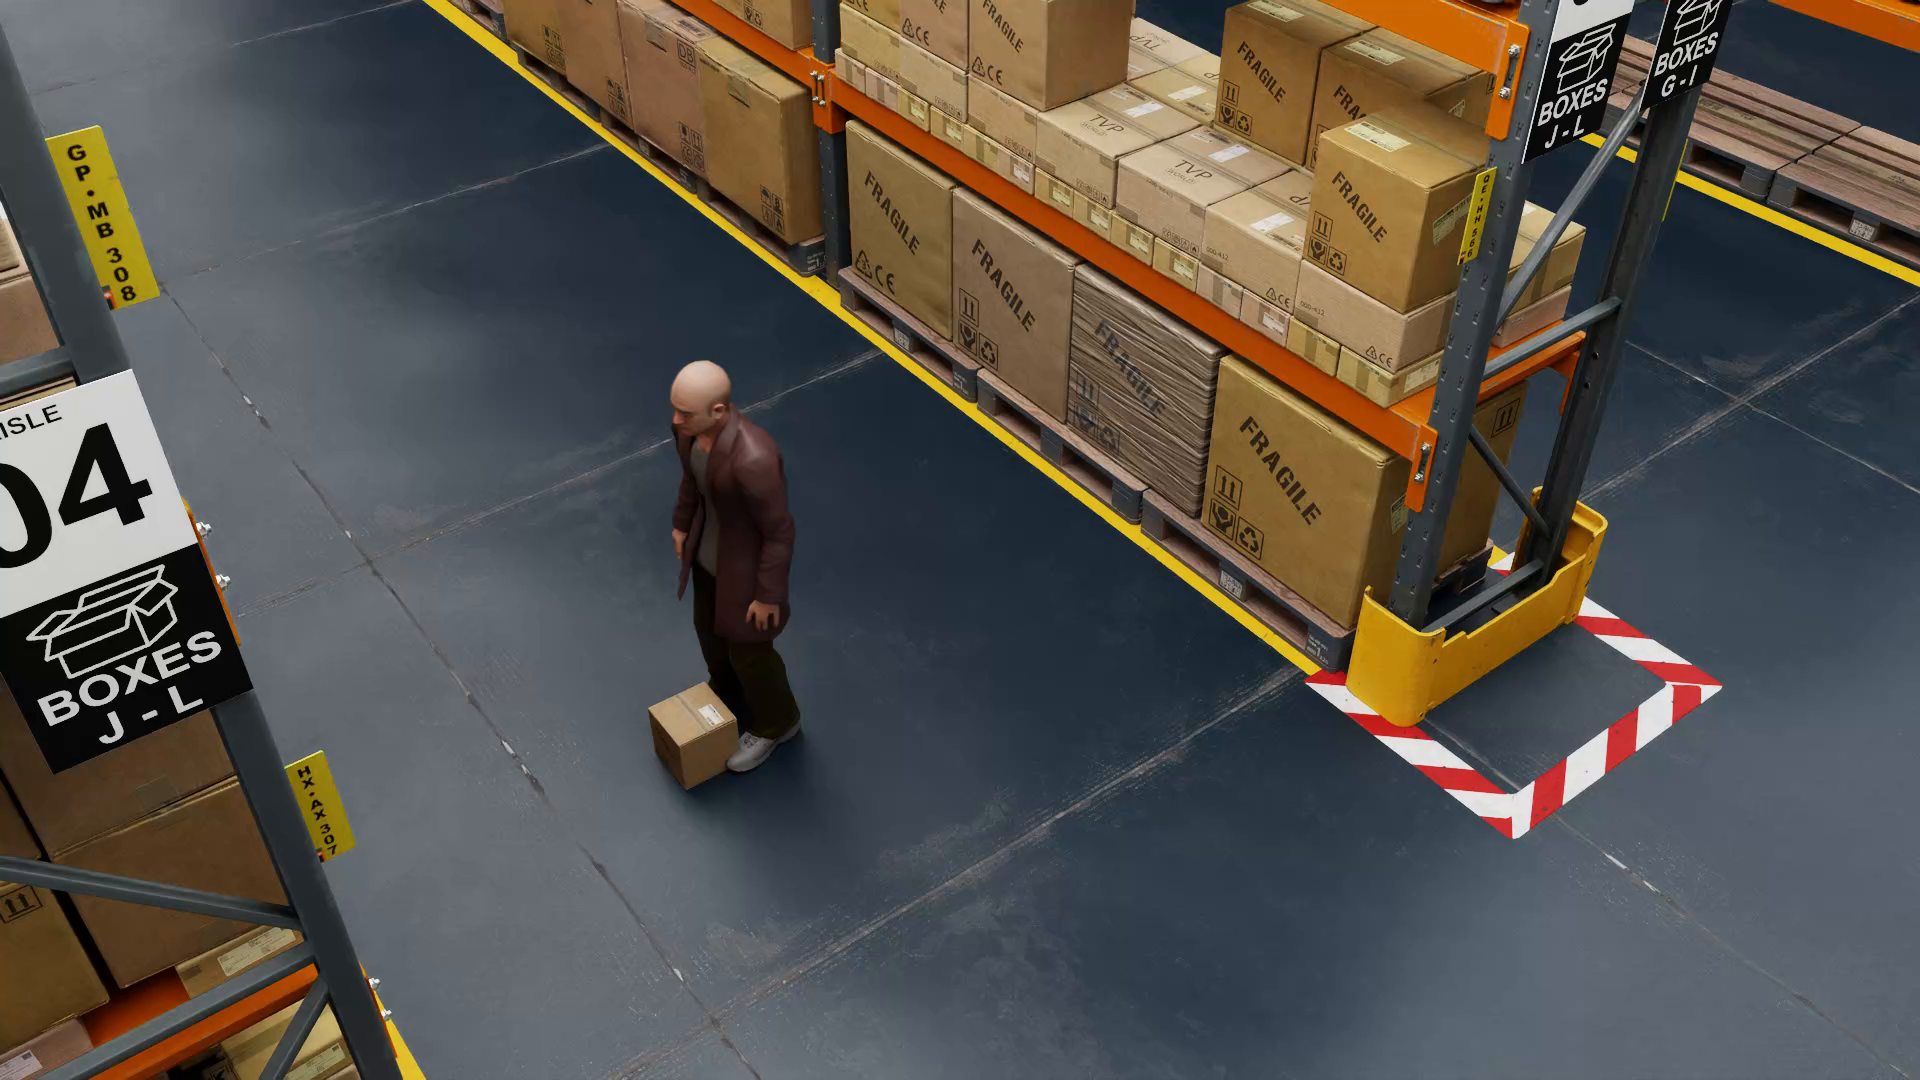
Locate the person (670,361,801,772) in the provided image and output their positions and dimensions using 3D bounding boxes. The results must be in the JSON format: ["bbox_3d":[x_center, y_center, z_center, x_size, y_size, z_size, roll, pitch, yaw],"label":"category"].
[{"bbox_3d":[-0.831,0.075,6.078,0.415,1.774,0.654,-27,47,-29],"label":"person"}]
